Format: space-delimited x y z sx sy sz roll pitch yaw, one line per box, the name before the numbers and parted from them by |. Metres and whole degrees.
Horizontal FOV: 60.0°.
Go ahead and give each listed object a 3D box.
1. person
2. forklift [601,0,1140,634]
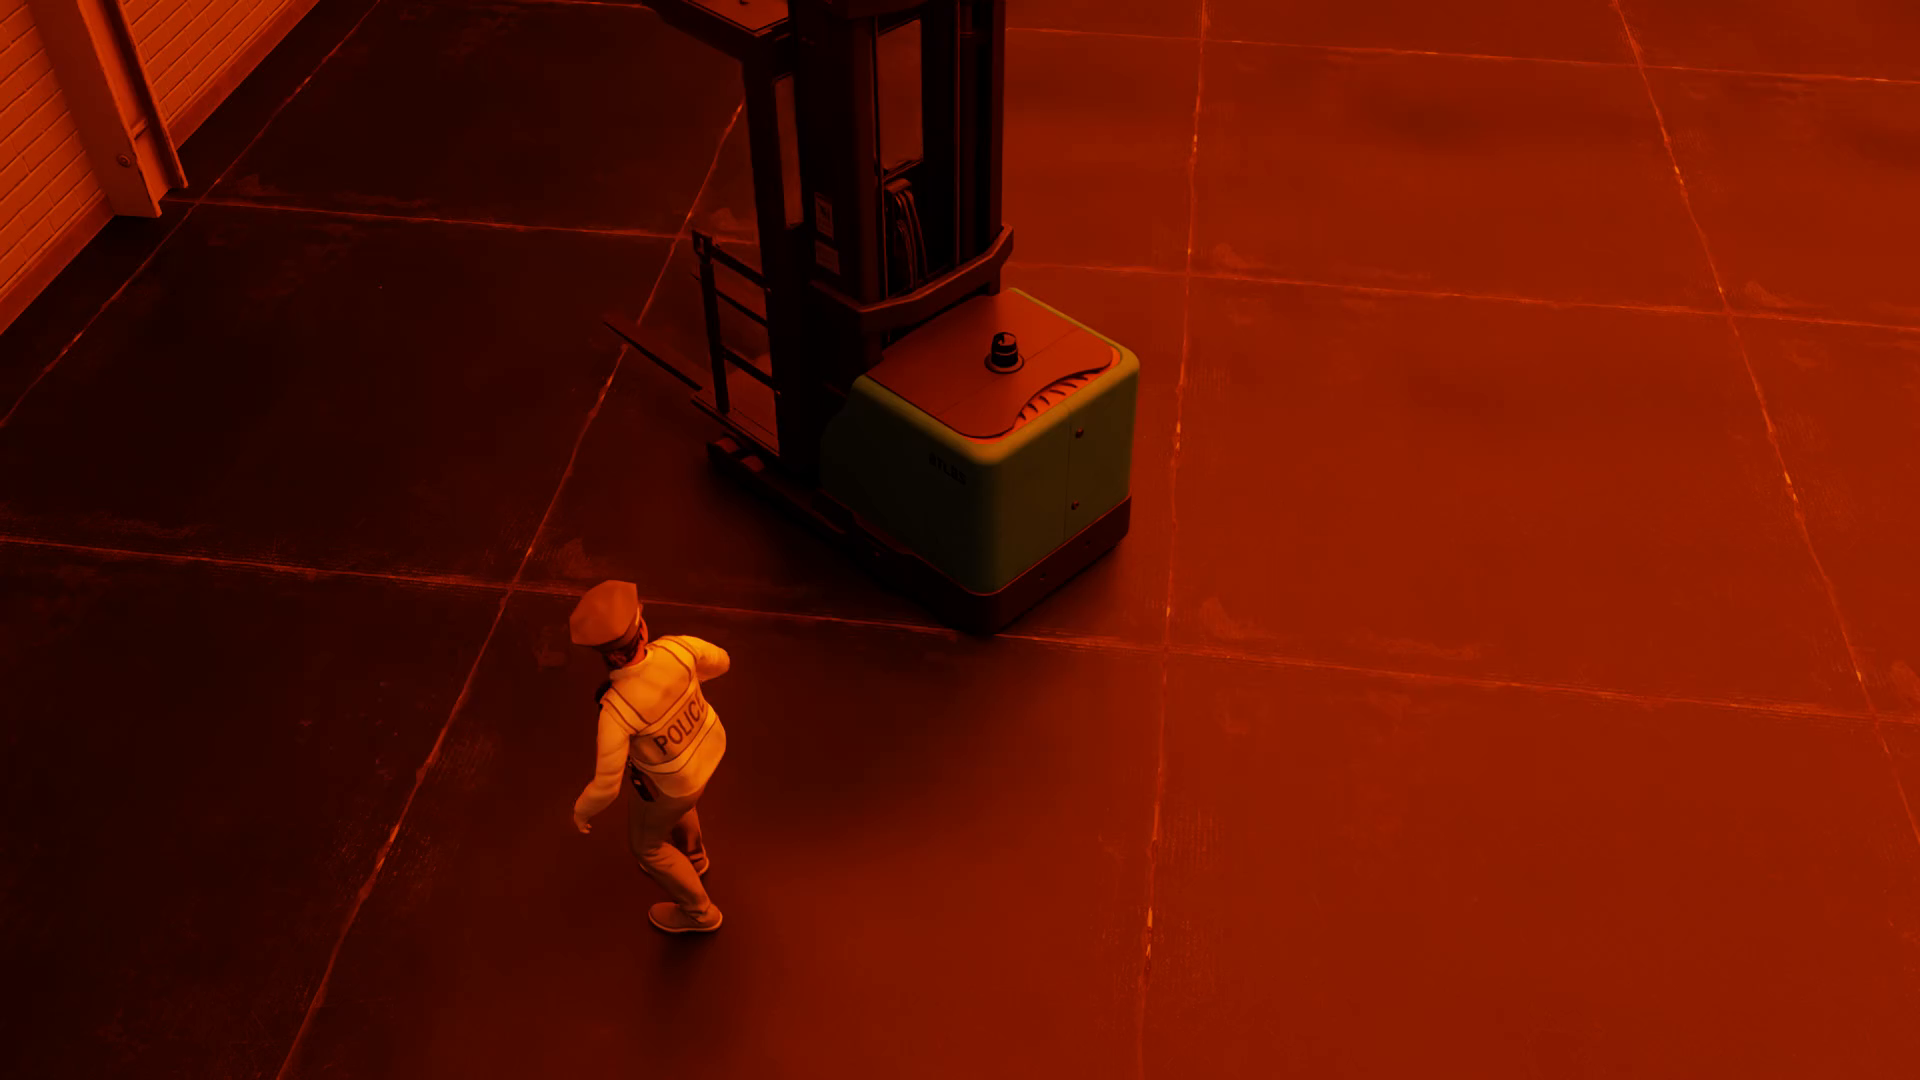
person | -1.086 0.791 5.831 0.476 1.639 0.697 17 45 17
forklift | -0.606 -1.553 7.415 3.031 2.935 1.130 34 52 31
